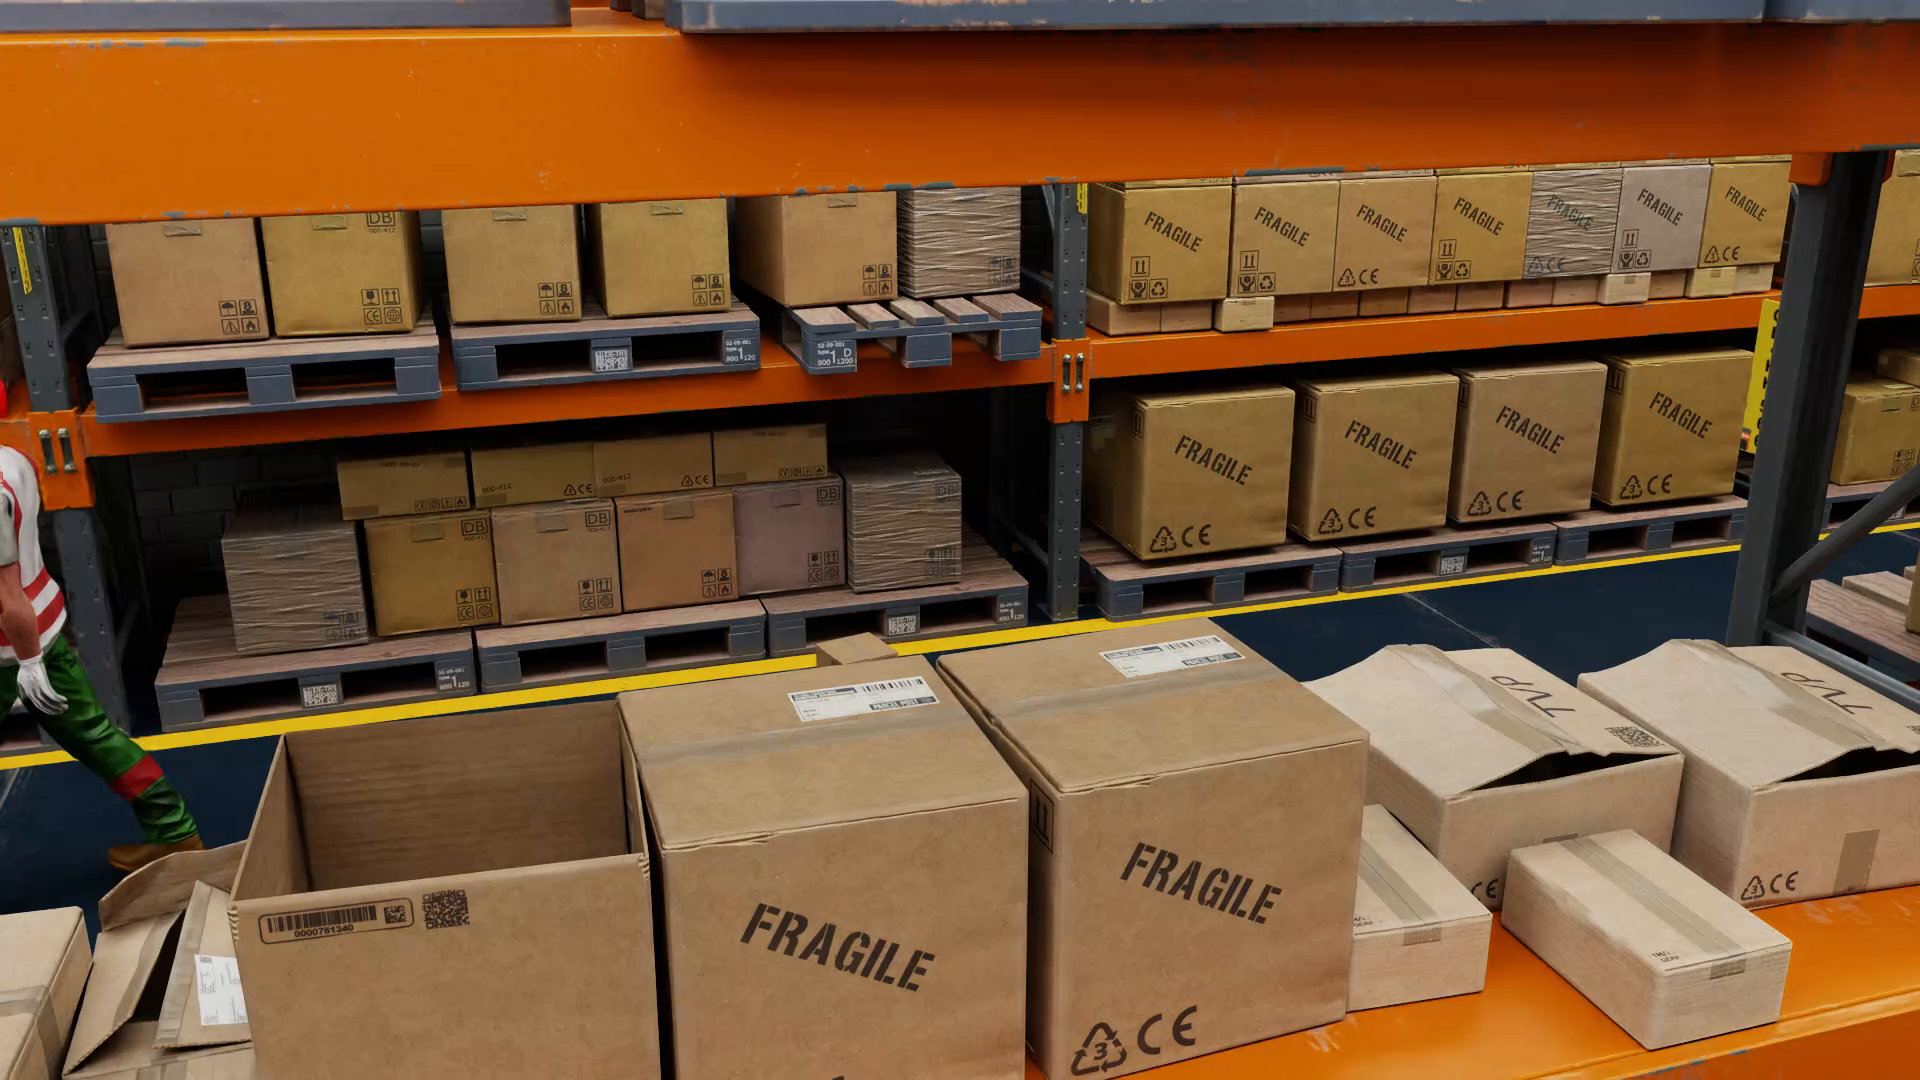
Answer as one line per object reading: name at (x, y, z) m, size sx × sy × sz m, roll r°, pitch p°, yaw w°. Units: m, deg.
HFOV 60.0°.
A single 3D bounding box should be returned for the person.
person at (-3.022, 0.307, 5.115) m, size 1.054 × 1.731 × 0.523 m, roll -3°, pitch 19°, yaw -10°
